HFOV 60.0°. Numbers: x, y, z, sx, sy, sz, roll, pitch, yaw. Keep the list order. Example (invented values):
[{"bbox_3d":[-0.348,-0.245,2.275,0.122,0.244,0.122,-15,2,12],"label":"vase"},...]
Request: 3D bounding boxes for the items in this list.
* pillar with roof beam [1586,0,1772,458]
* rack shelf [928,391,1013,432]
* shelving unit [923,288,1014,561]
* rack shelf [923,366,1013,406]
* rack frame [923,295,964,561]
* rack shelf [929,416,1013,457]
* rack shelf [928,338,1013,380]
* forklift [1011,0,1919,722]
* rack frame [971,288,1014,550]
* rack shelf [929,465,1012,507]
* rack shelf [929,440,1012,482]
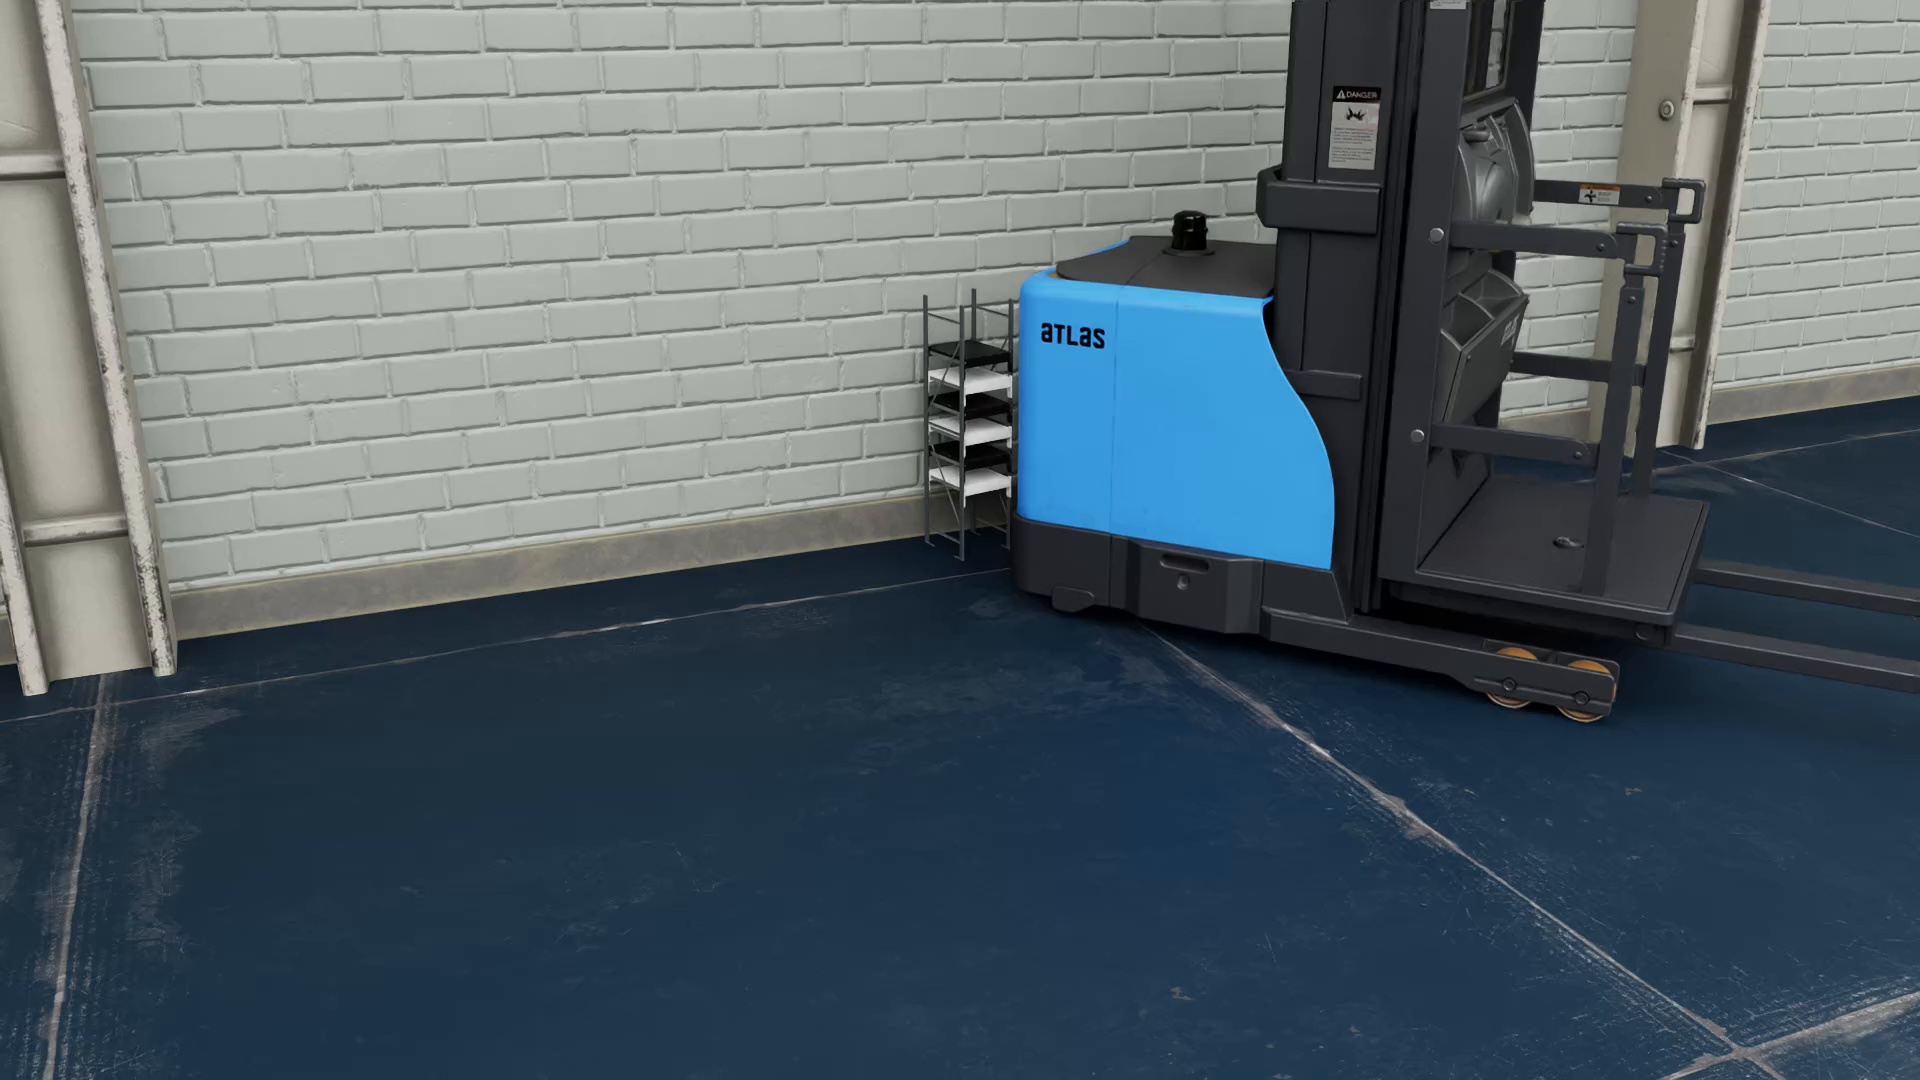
[{"bbox_3d":[4.660,-3.347,1.980,0.400,9.000,9.100,-8,21,-22],"label":"pillar with roof beam"},{"bbox_3d":[0.027,-0.456,5.792,0.200,0.077,0.258,-13,23,-33],"label":"rack shelf"},{"bbox_3d":[0.027,-0.403,5.811,0.210,0.900,0.258,-13,23,-33],"label":"shelving unit"},{"bbox_3d":[0.027,-0.541,5.762,0.200,0.077,0.258,-13,23,-33],"label":"rack shelf"},{"bbox_3d":[-0.056,-0.384,5.756,0.006,0.900,0.240,-13,23,-33],"label":"rack frame"},{"bbox_3d":[0.027,-0.371,5.822,0.200,0.077,0.258,-13,23,-33],"label":"rack shelf"},{"bbox_3d":[0.027,-0.626,5.733,0.200,0.077,0.258,-13,23,-33],"label":"rack shelf"},{"bbox_3d":[1.714,-1.081,4.679,3.031,2.935,1.130,10,22,26],"label":"forklift"},{"bbox_3d":[0.111,-0.422,5.866,0.006,0.900,0.240,-13,23,-33],"label":"rack frame"},{"bbox_3d":[0.027,-0.202,5.882,0.200,0.077,0.258,-13,23,-33],"label":"rack shelf"},{"bbox_3d":[0.027,-0.286,5.852,0.200,0.077,0.258,-13,23,-33],"label":"rack shelf"}]
